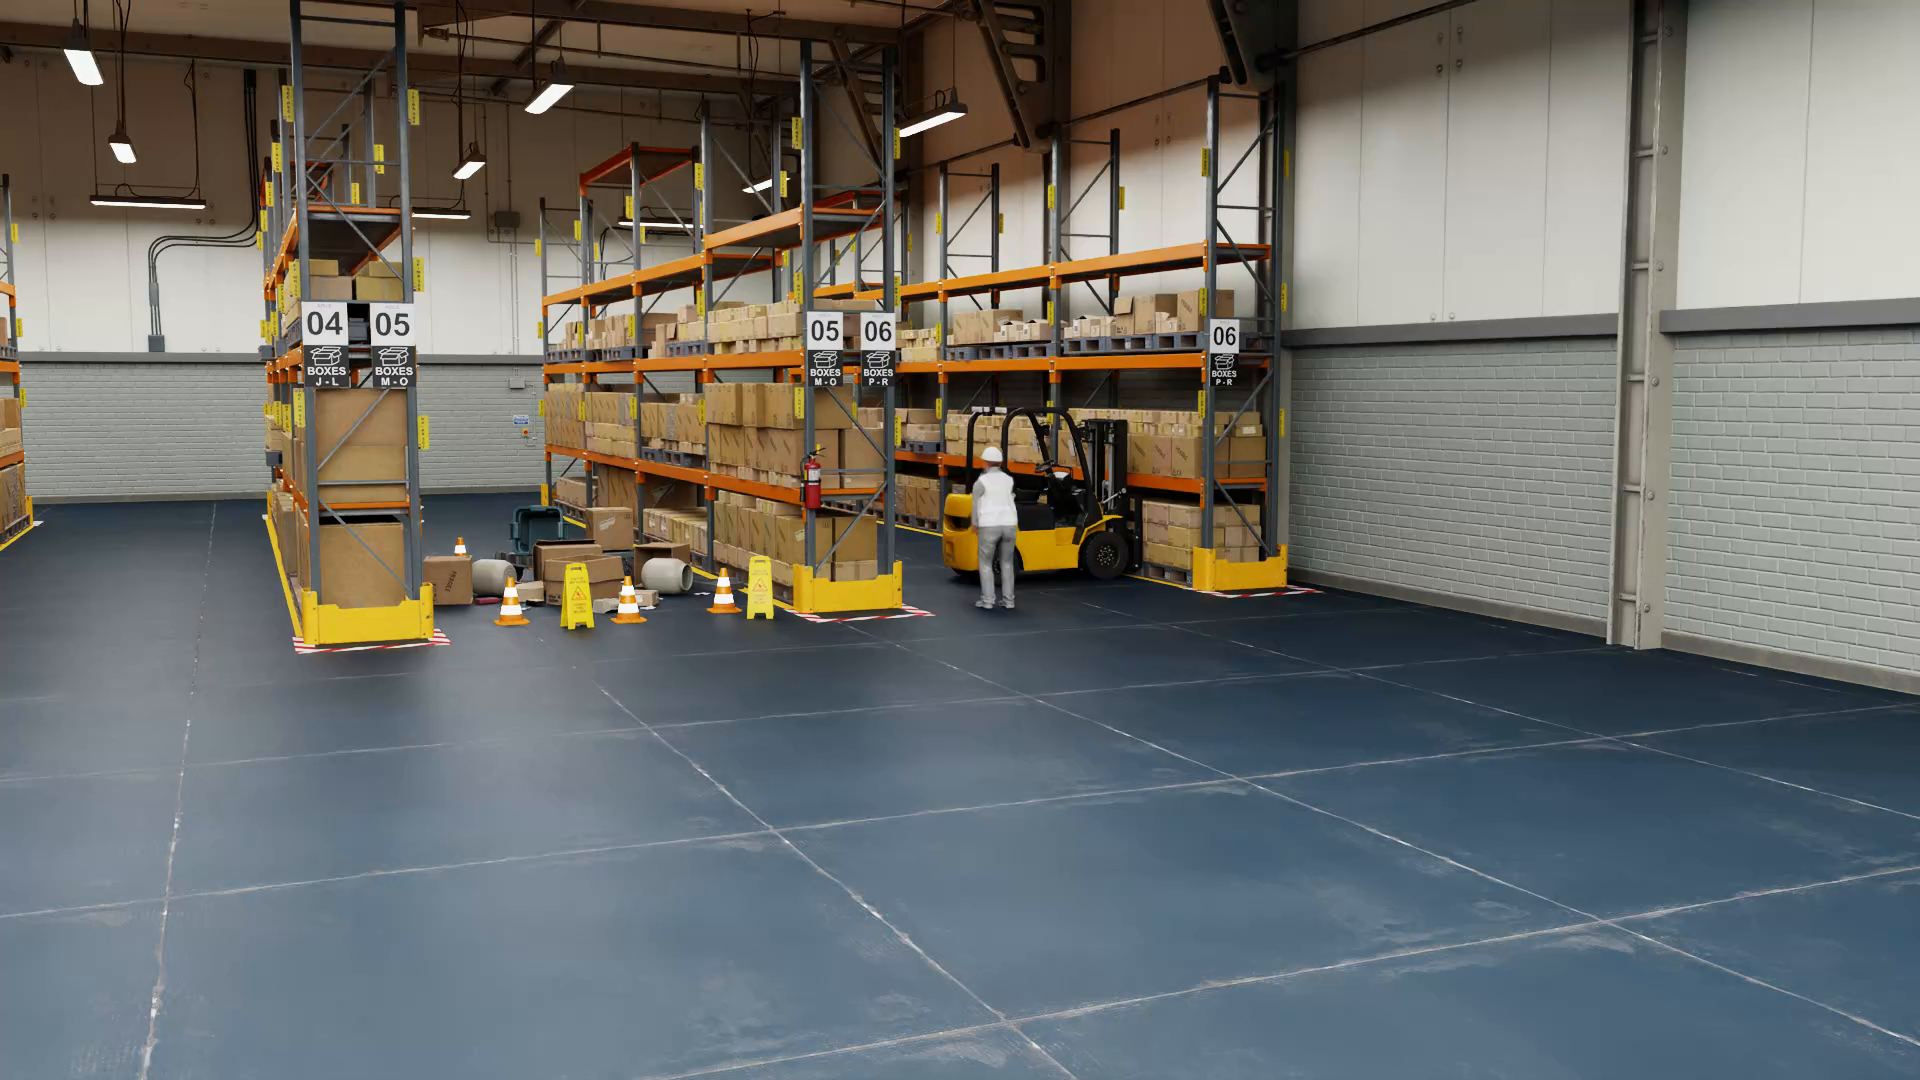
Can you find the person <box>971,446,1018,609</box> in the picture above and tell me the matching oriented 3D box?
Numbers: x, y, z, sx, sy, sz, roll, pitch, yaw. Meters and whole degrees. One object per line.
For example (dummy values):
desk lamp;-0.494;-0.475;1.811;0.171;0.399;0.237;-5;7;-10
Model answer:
person;0.351;-0.140;18.179;0.487;1.765;0.576;-2;6;-25
